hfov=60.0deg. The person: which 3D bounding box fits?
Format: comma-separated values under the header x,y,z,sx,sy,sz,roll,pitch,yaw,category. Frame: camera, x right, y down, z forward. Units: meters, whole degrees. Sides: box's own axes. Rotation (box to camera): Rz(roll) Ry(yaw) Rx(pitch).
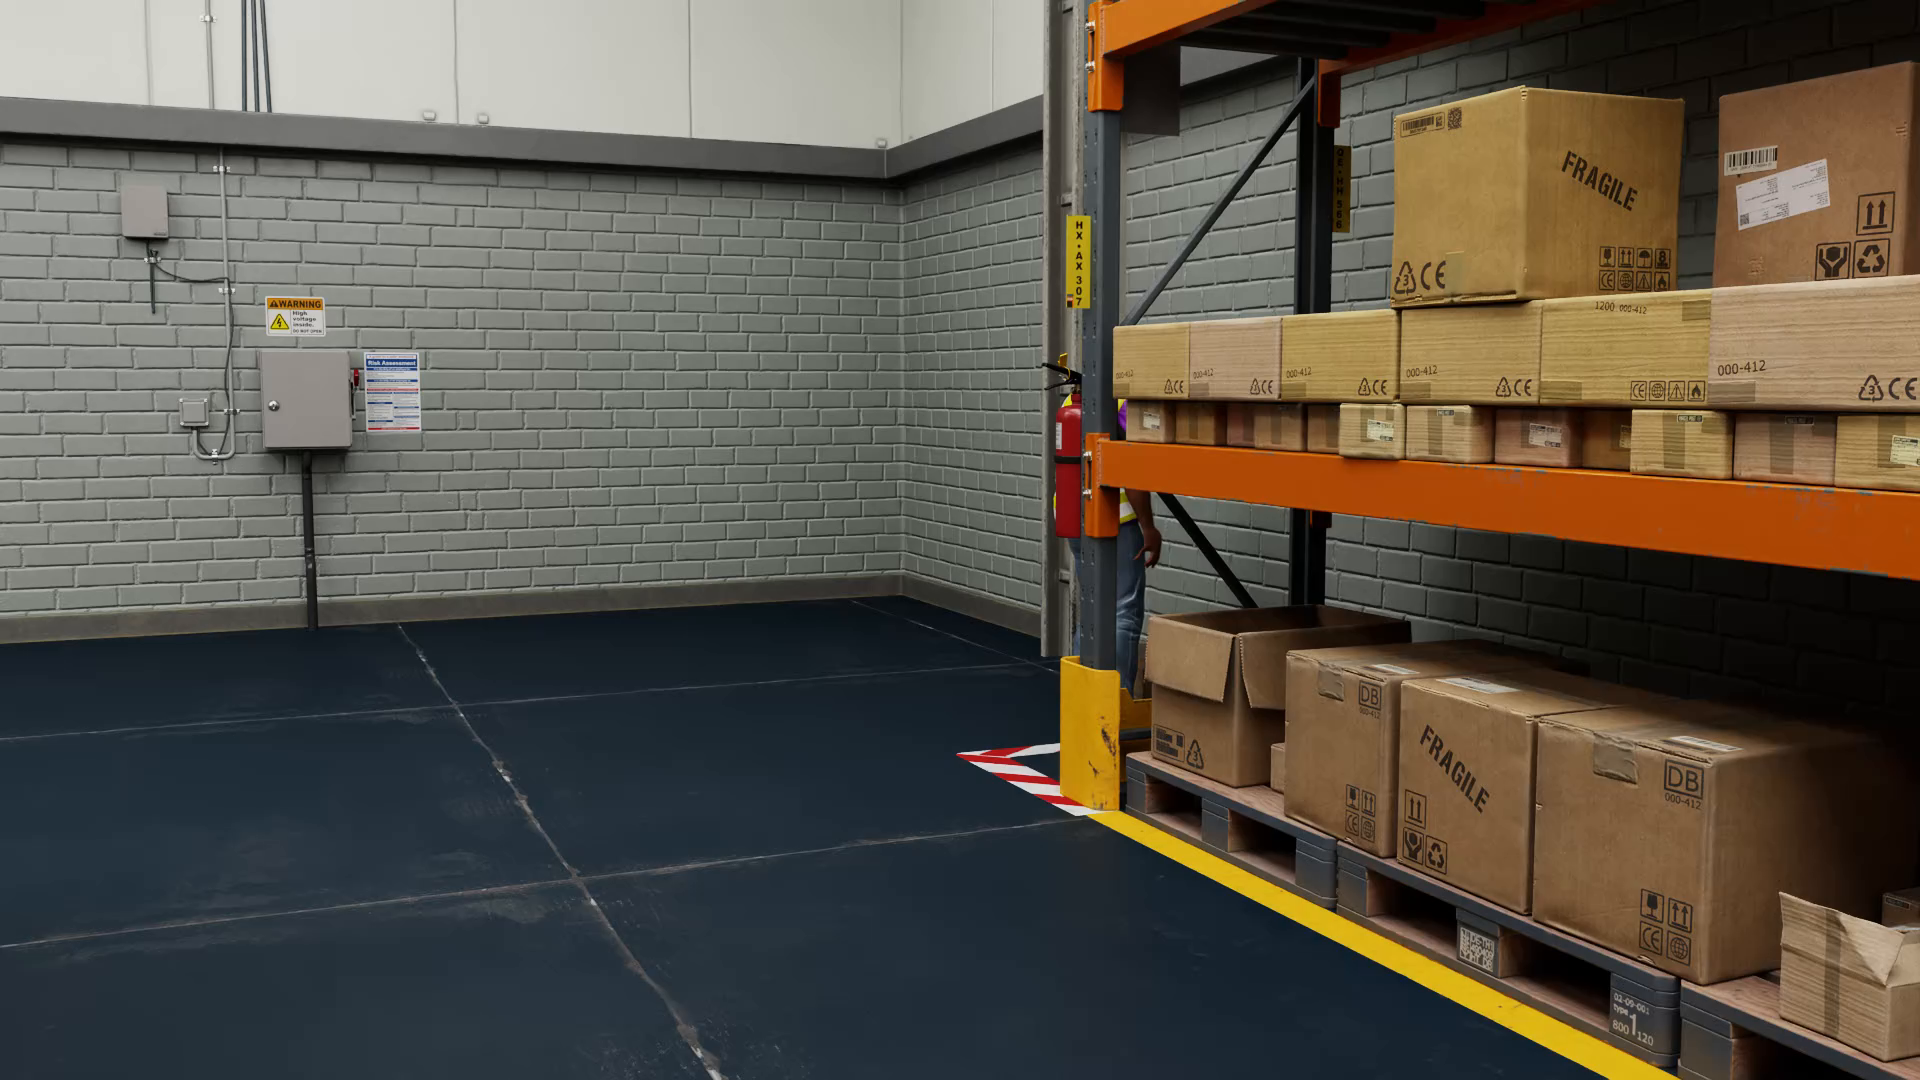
x,y,z,sx,sy,sz,roll,pitch,yaw,category
0.673,-0.064,7.346,0.457,1.761,0.626,-2,6,-24,person
